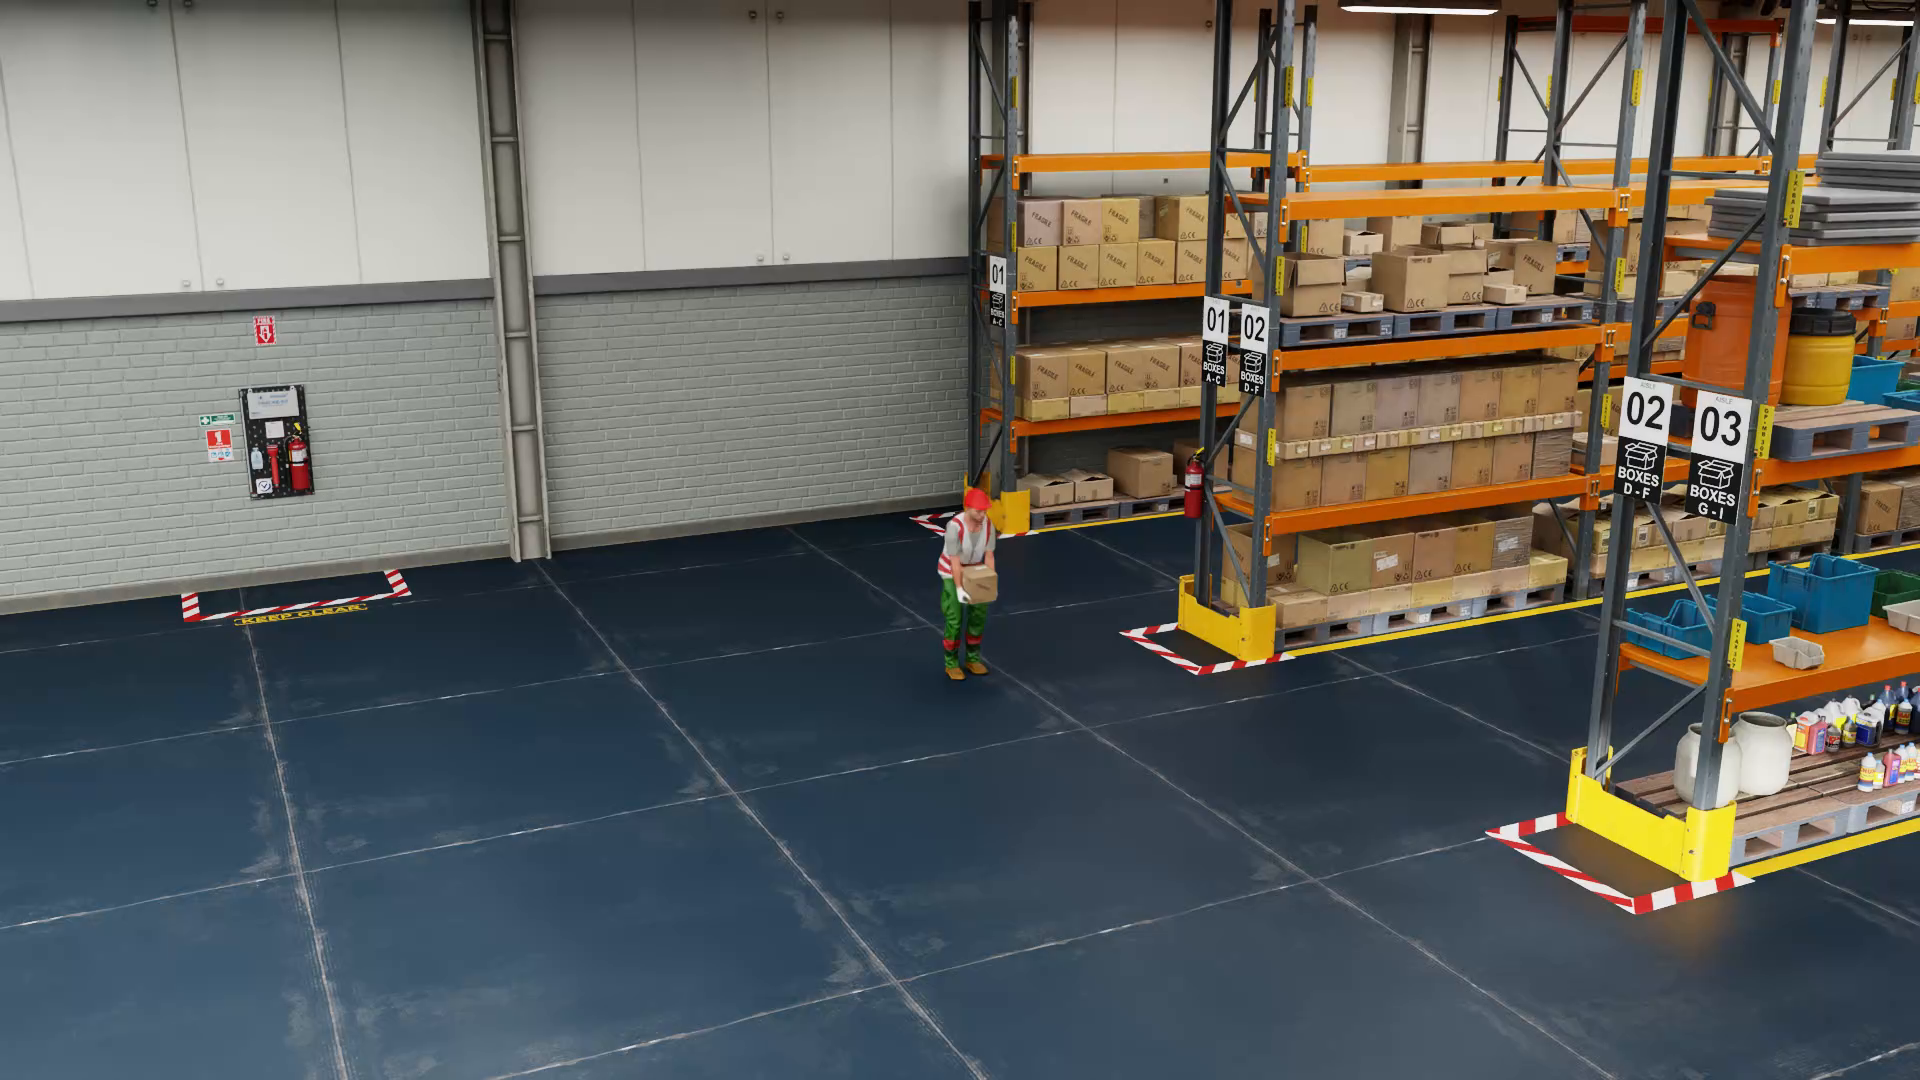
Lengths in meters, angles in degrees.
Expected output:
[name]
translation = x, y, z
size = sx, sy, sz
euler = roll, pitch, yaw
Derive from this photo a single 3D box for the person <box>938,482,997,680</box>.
[person]
translation = 0.079, 0.349, 14.556
size = 0.489, 1.763, 0.587
euler = -8, 17, -26
